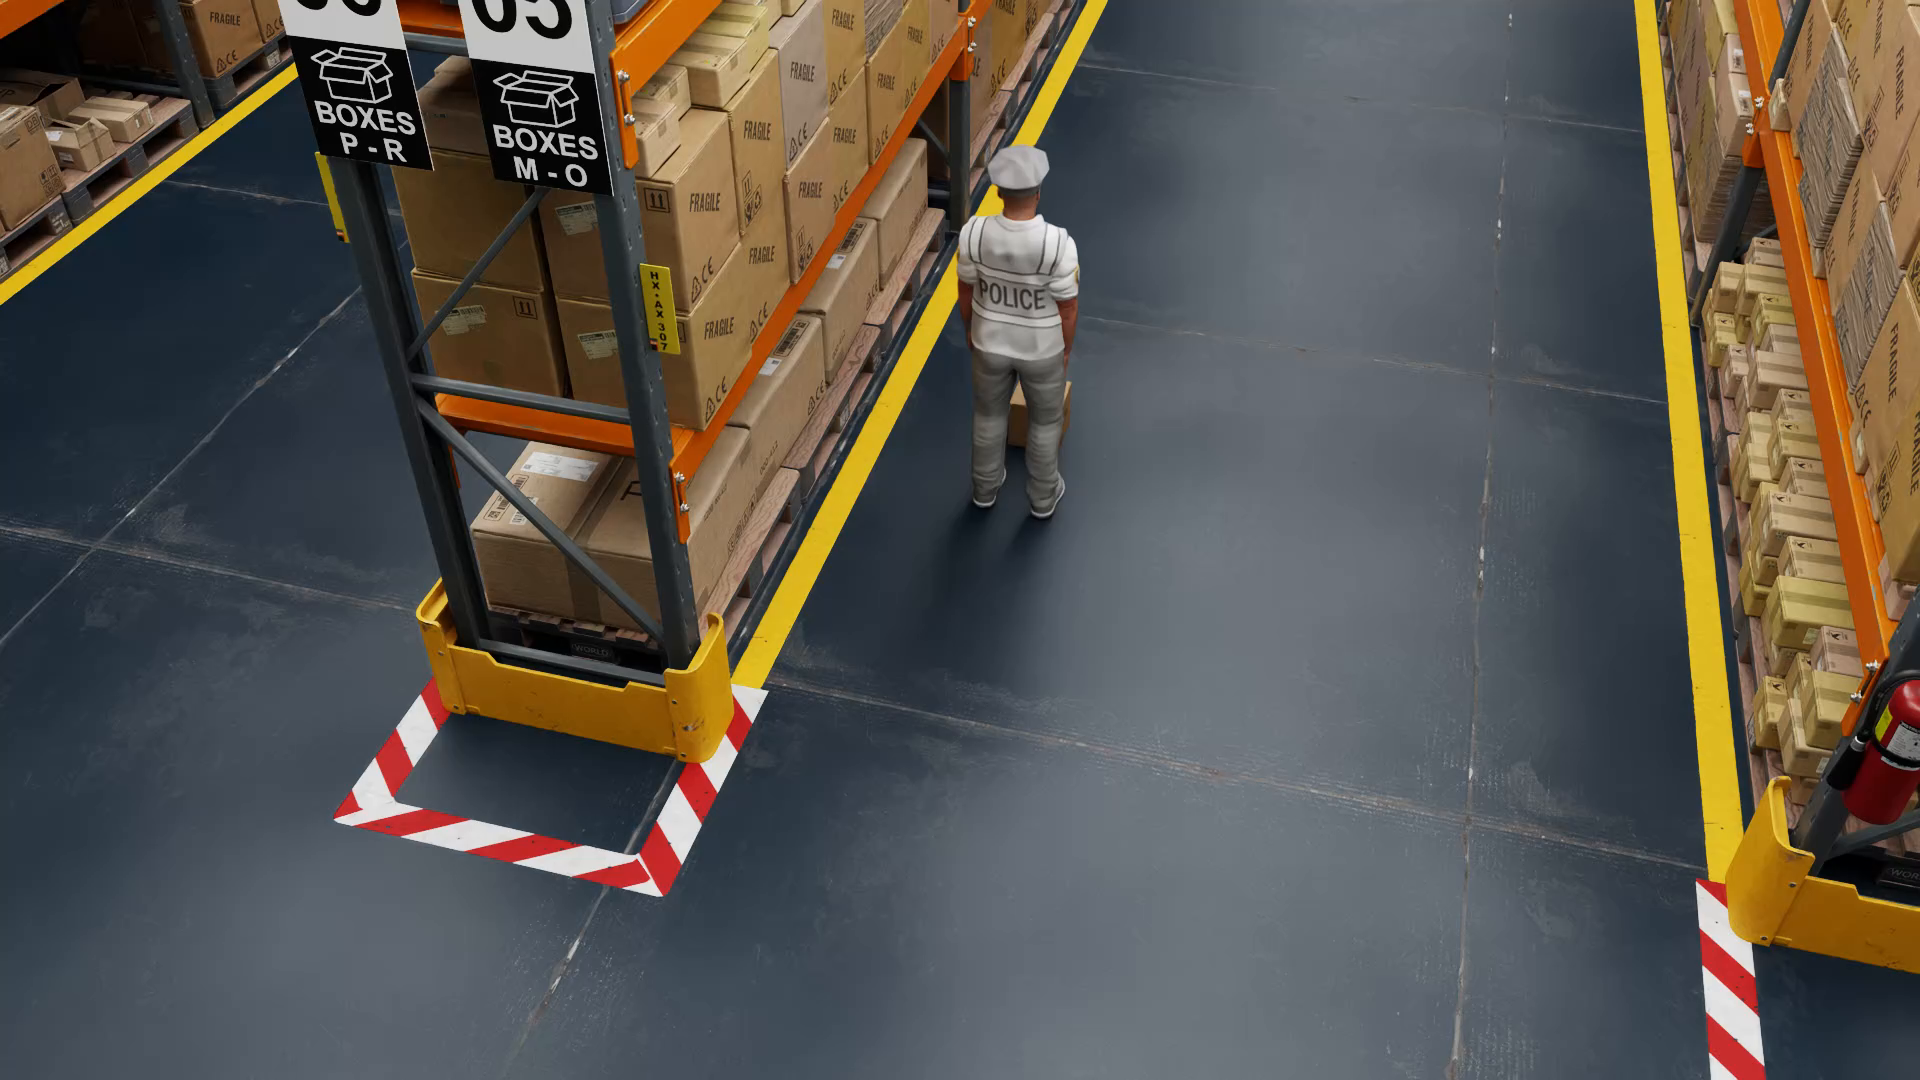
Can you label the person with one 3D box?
[{"bbox_3d":[0.250,-0.869,7.153,0.527,1.765,0.394,11,42,12],"label":"person"}]
